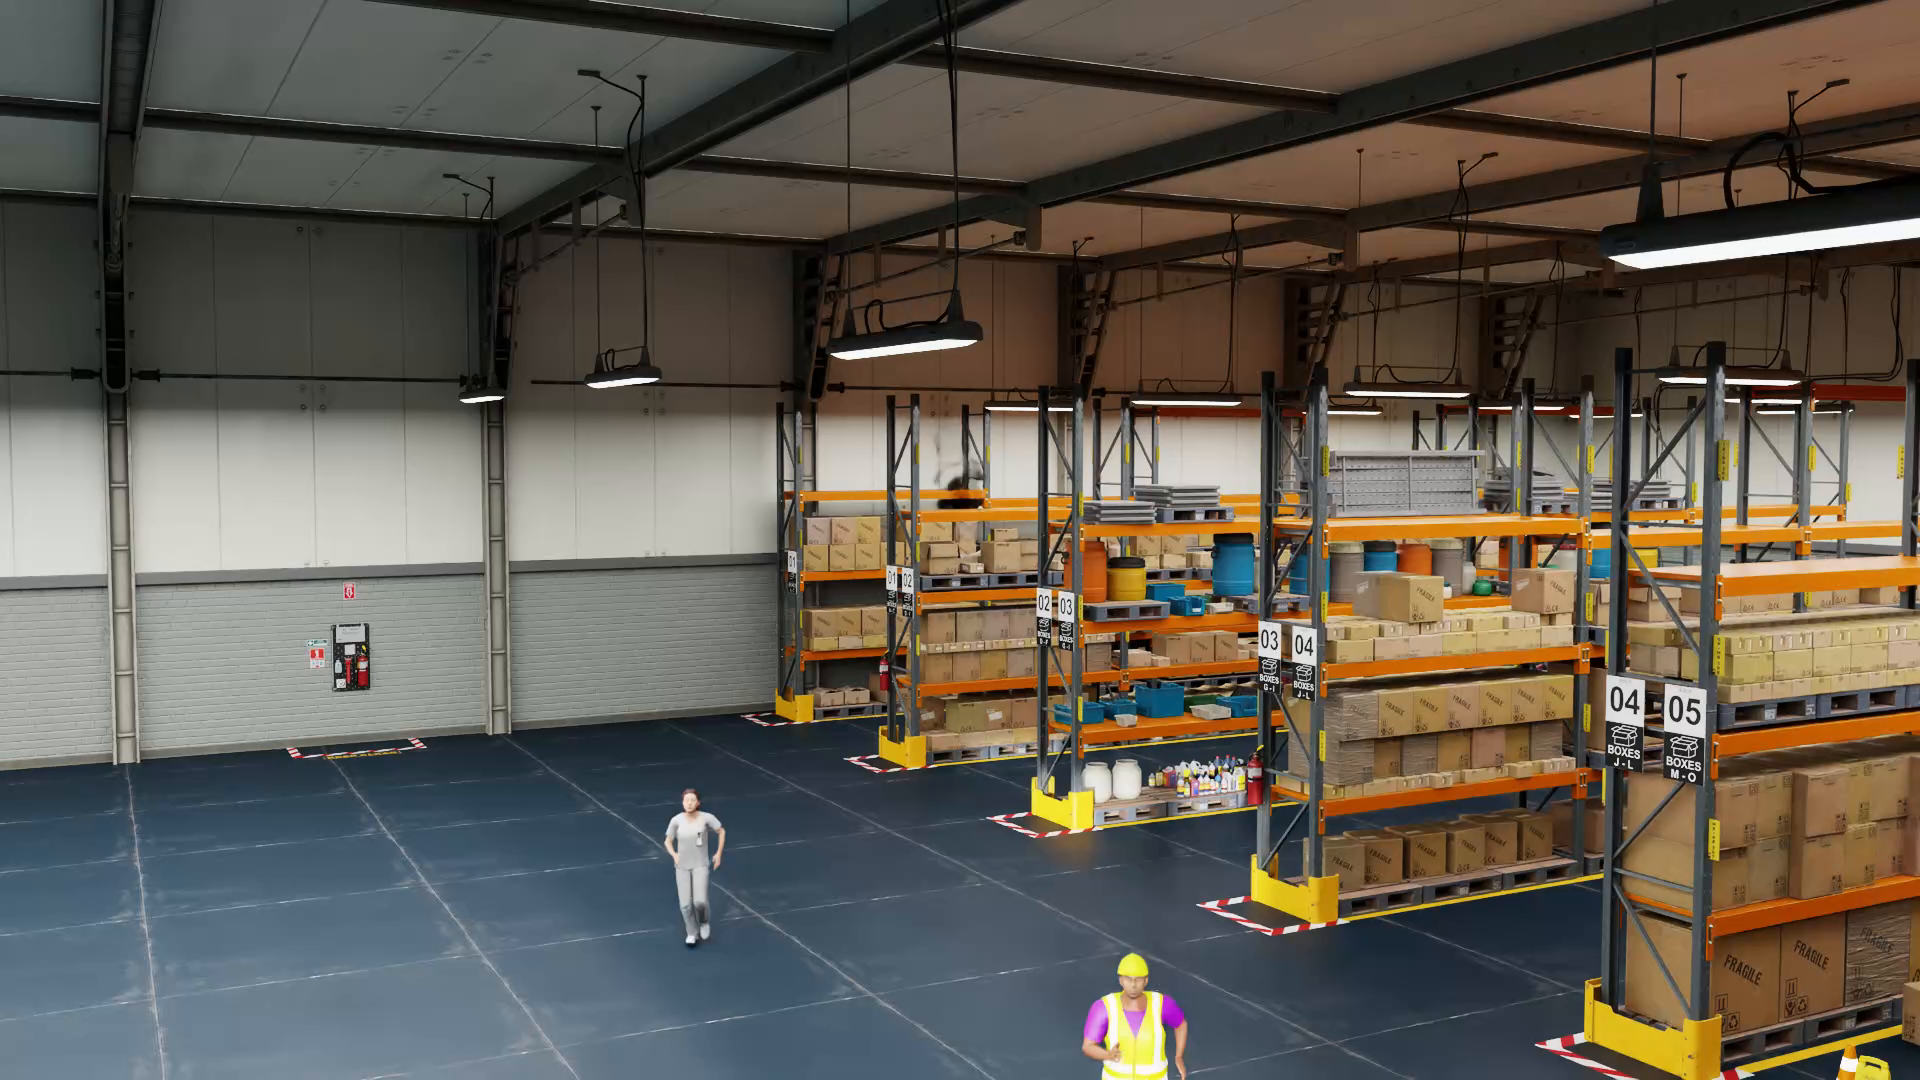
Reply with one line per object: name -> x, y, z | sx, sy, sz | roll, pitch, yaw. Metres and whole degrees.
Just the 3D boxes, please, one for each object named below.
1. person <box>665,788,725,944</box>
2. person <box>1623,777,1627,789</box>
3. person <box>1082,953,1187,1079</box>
person -> -2.737, 3.368, 17.099 | 0.603, 1.624, 0.569 | 0, 3, -1
person -> 9.933, 2.959, 24.669 | 1.154, 1.532, 0.727 | -2, 4, -33
person -> 1.155, 3.646, 11.030 | 0.677, 1.821, 0.796 | 1, 3, 10
